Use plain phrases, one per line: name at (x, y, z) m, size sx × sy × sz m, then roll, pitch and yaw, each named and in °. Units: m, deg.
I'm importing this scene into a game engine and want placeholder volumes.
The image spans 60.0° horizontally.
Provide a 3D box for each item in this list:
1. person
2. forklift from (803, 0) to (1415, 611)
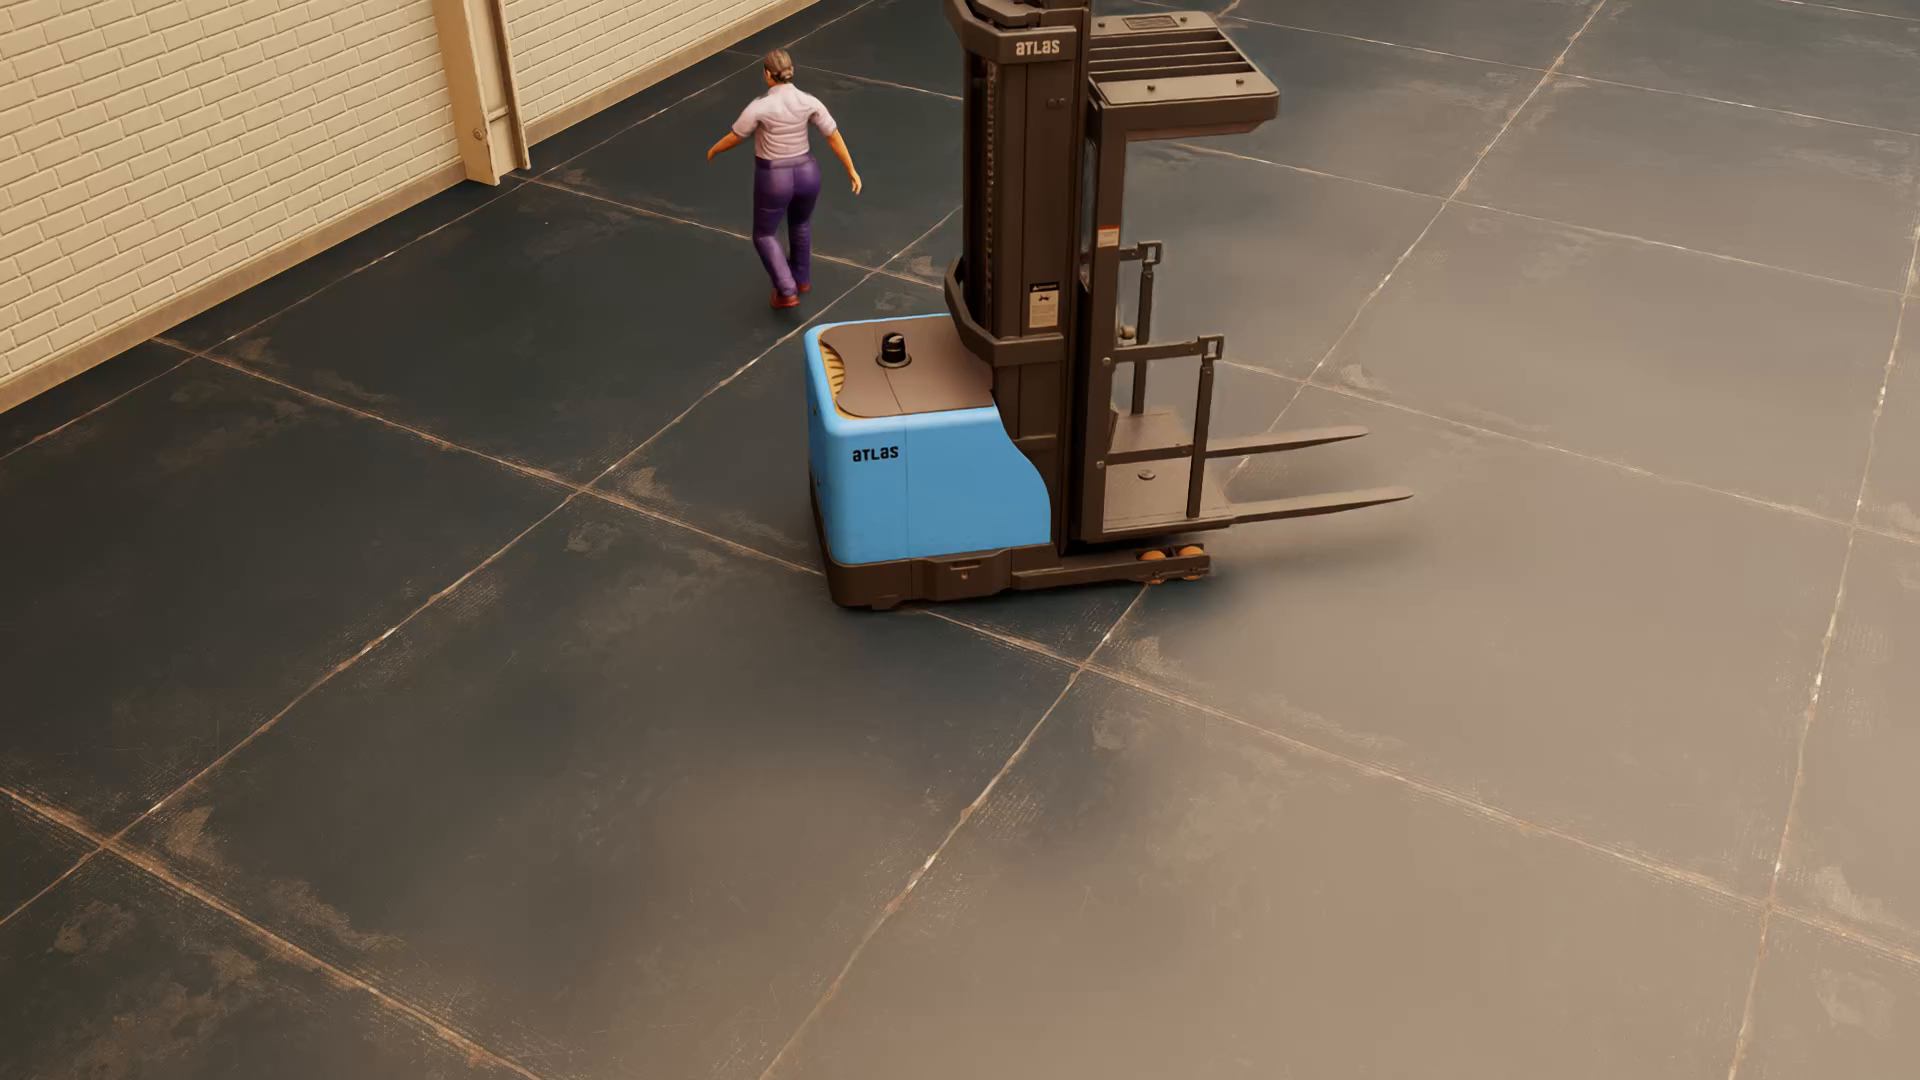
person at (-1.067, -2.232, 10.302) m, size 0.829 × 1.632 × 0.675 m, roll -16°, pitch 39°, yaw -21°
forklift at (0.783, -1.268, 7.829) m, size 3.031 × 2.935 × 1.130 m, roll -6°, pitch 36°, yaw -9°
